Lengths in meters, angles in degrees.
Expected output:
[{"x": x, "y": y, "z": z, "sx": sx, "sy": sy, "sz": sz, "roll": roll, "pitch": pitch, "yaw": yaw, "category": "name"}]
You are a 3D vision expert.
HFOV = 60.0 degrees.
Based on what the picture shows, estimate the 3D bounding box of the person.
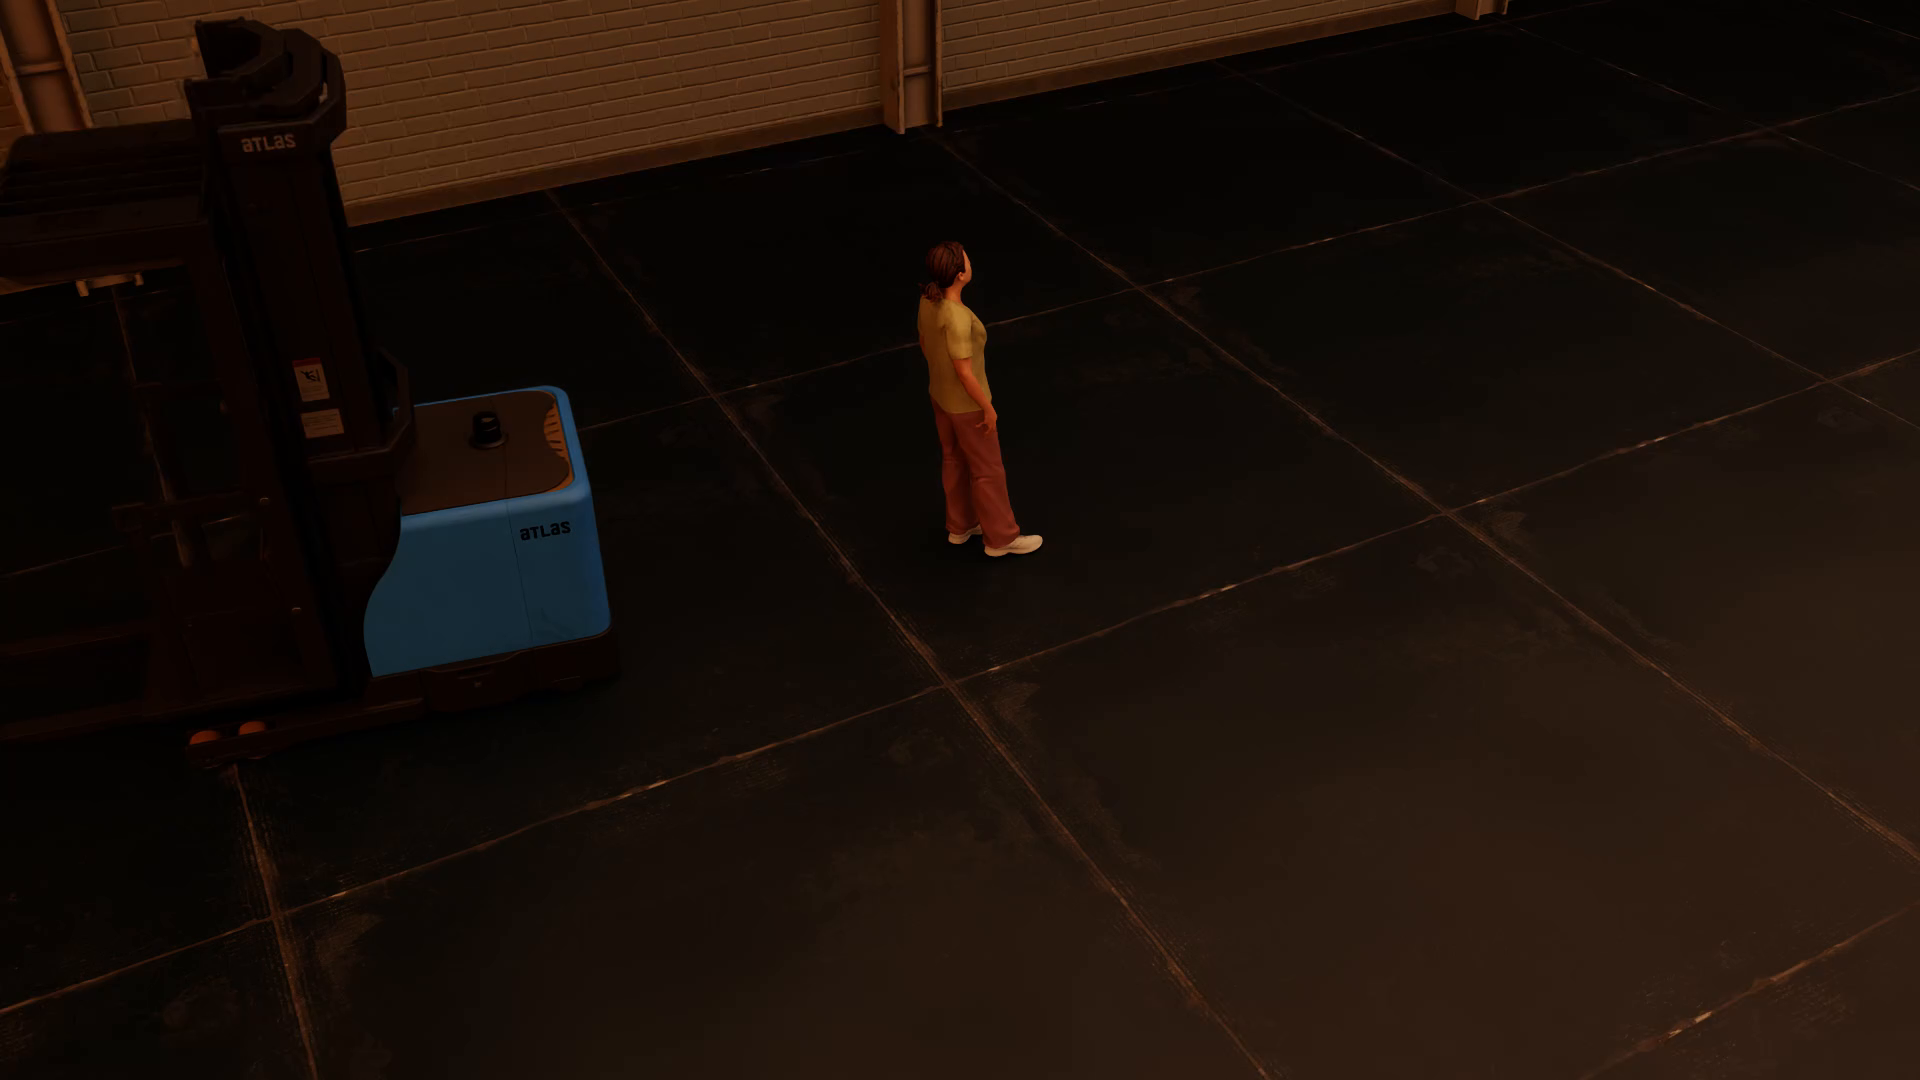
[{"x": 0.071, "y": -0.705, "z": 8.194, "sx": 0.548, "sy": 1.673, "sz": 0.553, "roll": -17, "pitch": 39, "yaw": -23, "category": "person"}]

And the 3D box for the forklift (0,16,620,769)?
[{"x": -3.154, "y": -0.544, "z": 6.893, "sx": 3.031, "sy": 2.935, "sz": 1.130, "roll": -10, "pitch": 37, "yaw": -14, "category": "forklift"}]
